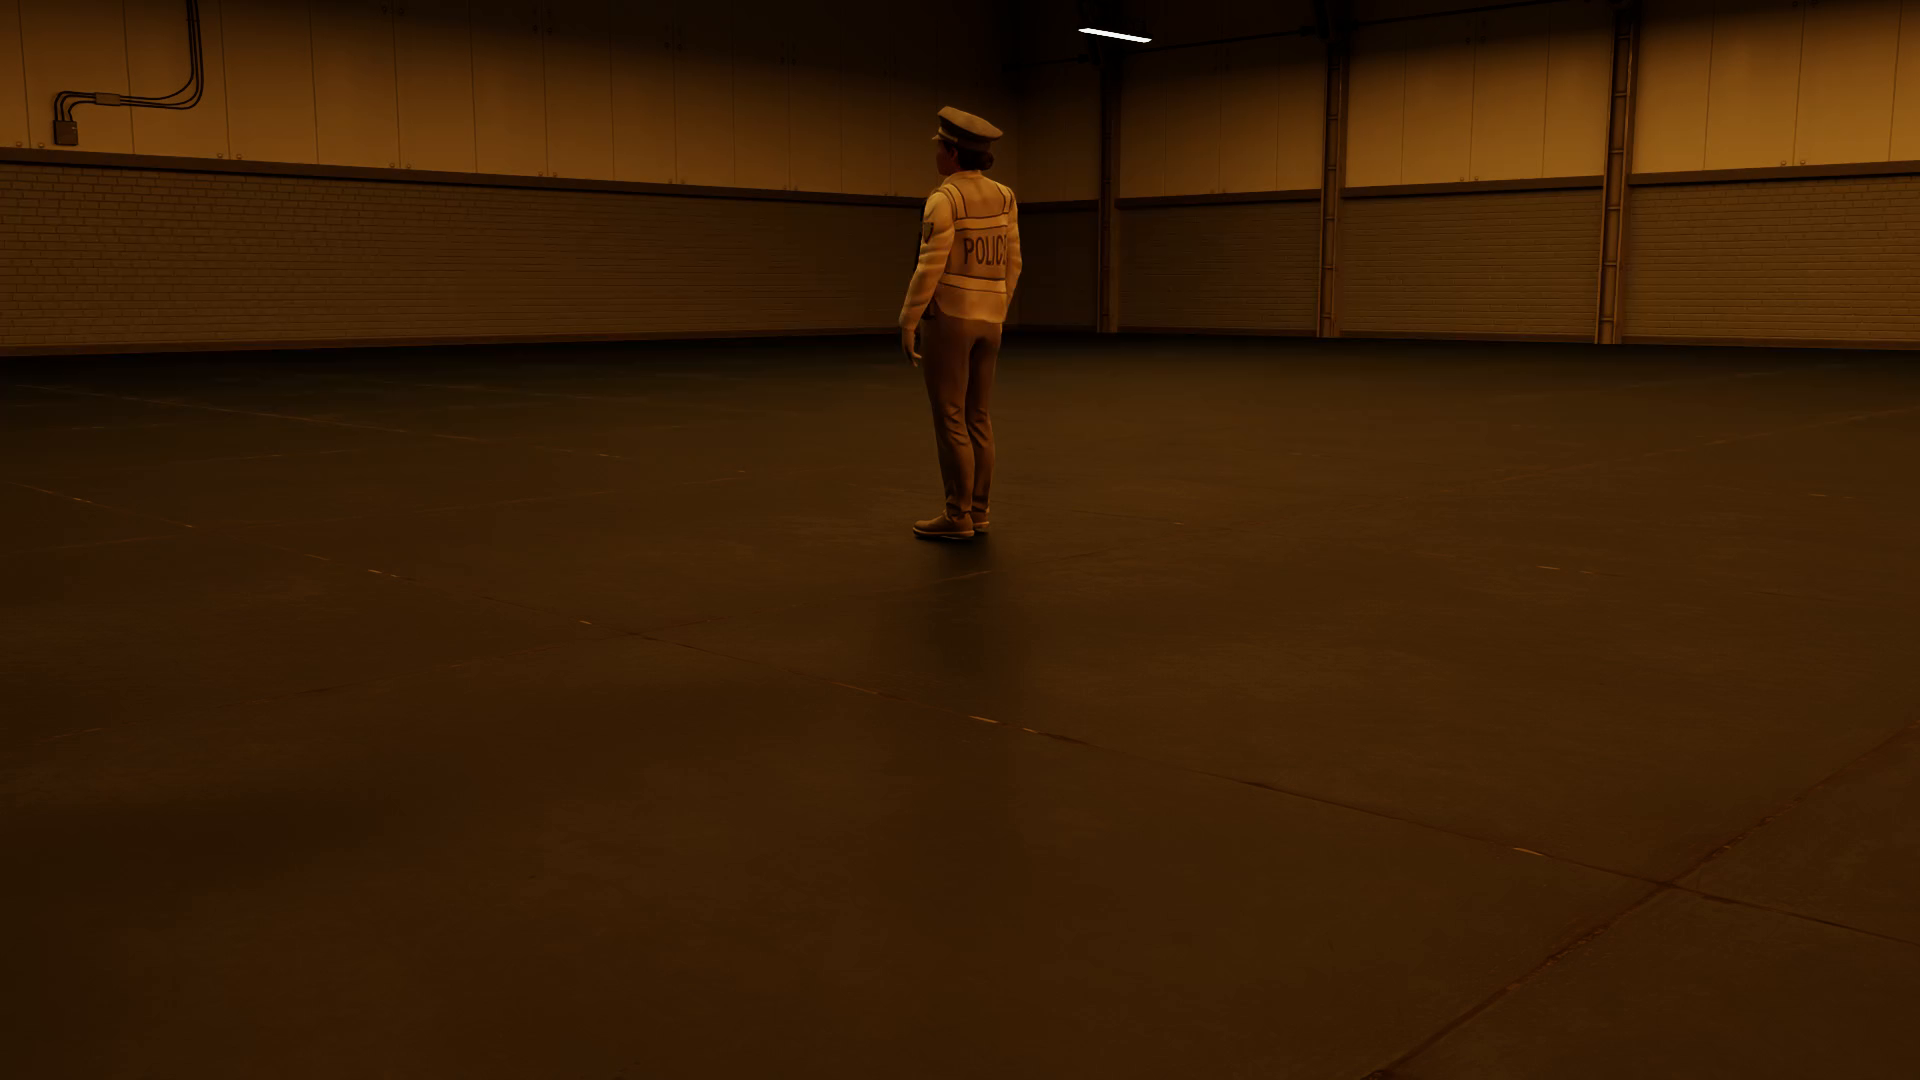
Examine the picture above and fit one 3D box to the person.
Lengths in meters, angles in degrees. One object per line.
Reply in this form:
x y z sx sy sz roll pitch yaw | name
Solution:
-0.045 -0.853 6.642 0.531 1.695 0.587 8 12 43 | person
